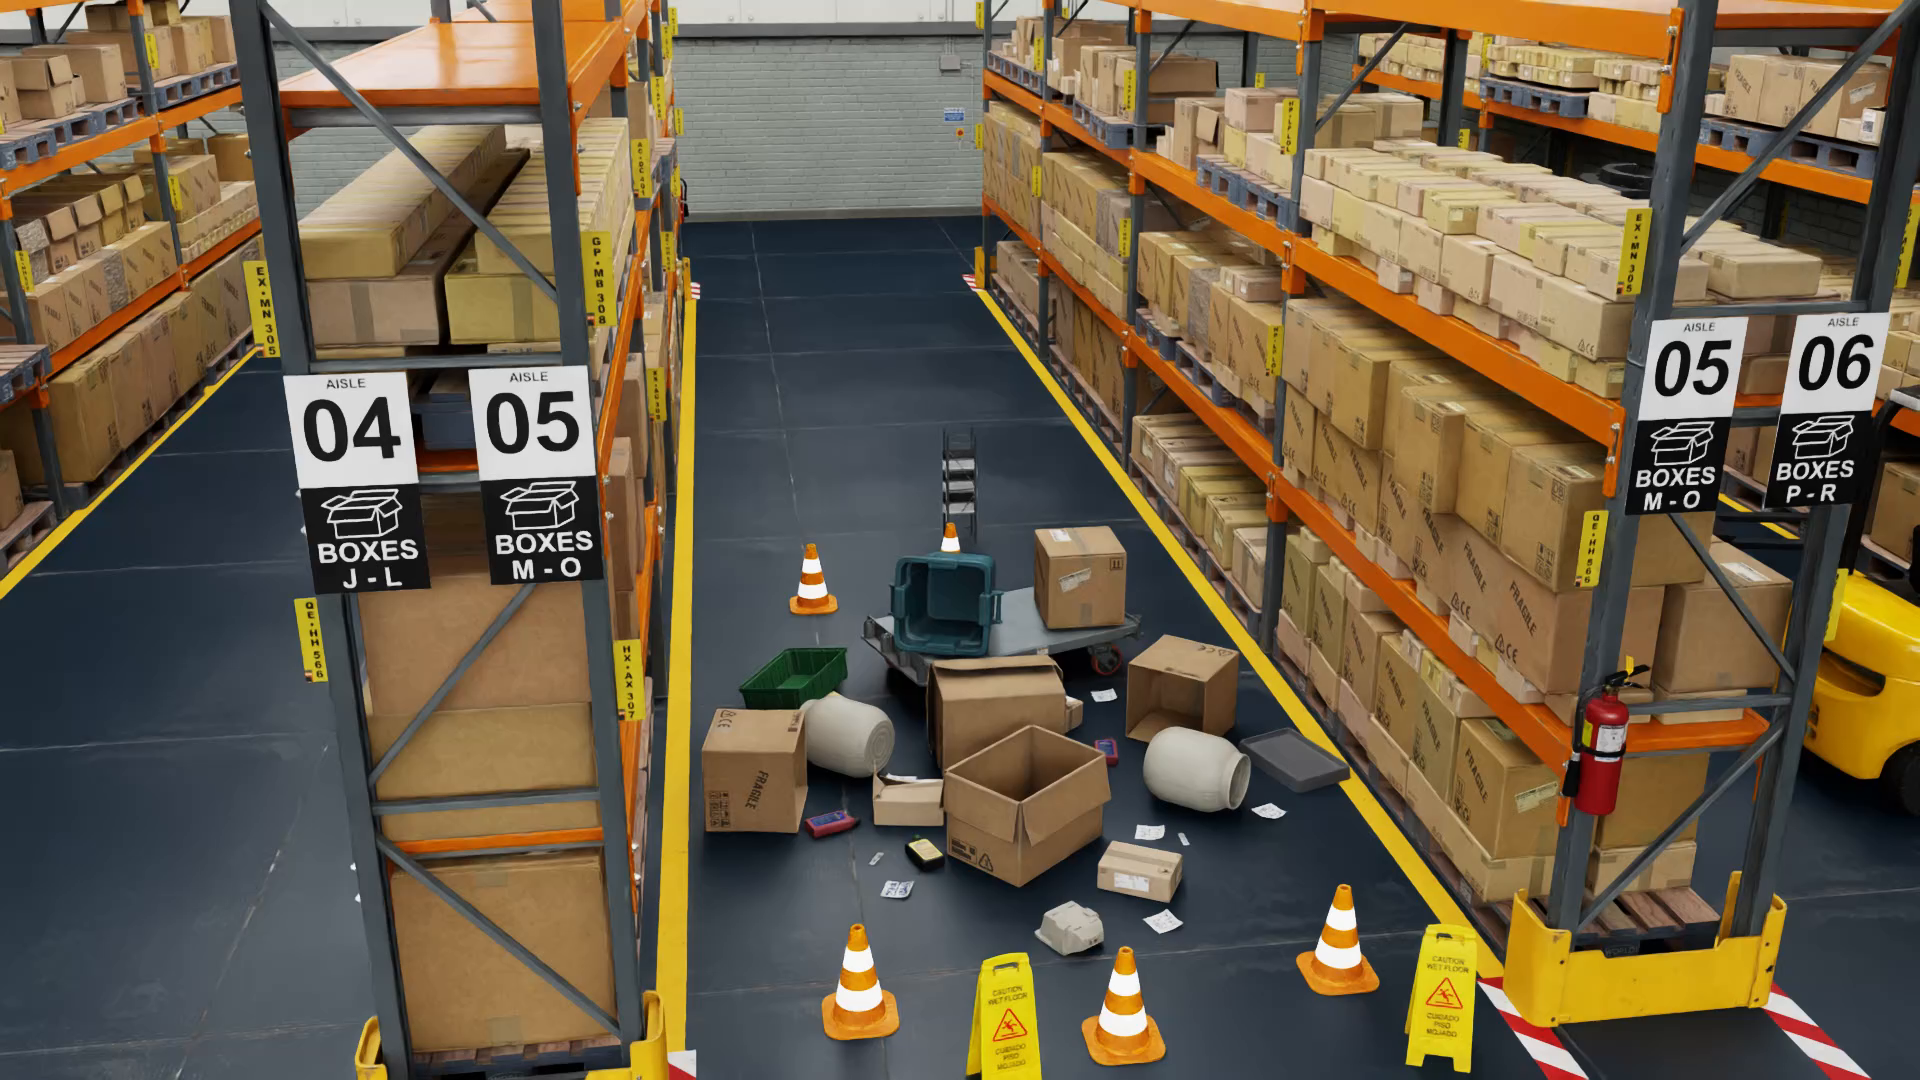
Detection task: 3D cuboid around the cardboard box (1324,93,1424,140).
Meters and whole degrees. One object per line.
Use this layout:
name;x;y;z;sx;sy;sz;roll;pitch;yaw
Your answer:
cardboard box;2.760;-2.839;11.144;0.500;0.250;0.500;-3;21;-9

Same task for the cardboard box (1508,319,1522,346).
cardboard box;2.734;-0.960;7.572;0.380;0.149;0.250;-3;21;-7

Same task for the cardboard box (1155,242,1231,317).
cardboard box;1.871;-2.099;13.381;0.500;0.500;0.500;-2;21;-5

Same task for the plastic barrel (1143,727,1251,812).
plastic barrel;1.310;1.274;9.200;0.512;0.421;0.421;12;24;30

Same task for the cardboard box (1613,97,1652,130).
cardboard box;6.477;-3.990;15.539;0.500;0.250;0.500;-3;21;-8

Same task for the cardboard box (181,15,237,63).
cardboard box;-8.879;-5.852;19.425;0.700;0.500;0.500;-4;21;-11

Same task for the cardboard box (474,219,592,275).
cardboard box;-1.511;-1.046;5.918;0.380;0.149;0.250;-3;21;-7

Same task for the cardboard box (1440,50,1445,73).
cardboard box;5.885;-5.509;19.180;0.500;0.250;0.500;-4;21;-10

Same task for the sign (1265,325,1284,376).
sign;1.981;-1.192;10.466;0.100;0.325;0.005;-3;21;-8

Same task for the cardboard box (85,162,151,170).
cardboard box;-8.829;-3.689;17.523;0.500;0.500;0.500;-3;21;-7

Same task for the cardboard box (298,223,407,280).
cardboard box;-2.162;-1.013;5.832;0.380;0.149;0.250;-3;21;-7

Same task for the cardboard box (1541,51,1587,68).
cardboard box;6.158;-4.893;16.934;0.380;0.149;0.250;-3;21;-7

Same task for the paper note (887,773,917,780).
paper note;-0.348;1.378;9.494;0.172;0.023;0.155;4;21;11

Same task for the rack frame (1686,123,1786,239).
rack frame;6.864;-2.316;15.129;1.000;3.000;0.127;-3;21;-8

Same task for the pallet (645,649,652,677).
pallet;-2.540;0.649;11.178;1.003;0.211;1.213;-3;21;-8

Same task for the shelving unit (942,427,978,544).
shelving unit;-0.001;-0.424;13.066;0.258;0.900;0.210;-3;21;-8

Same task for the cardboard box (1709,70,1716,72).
cardboard box;6.588;-4.177;15.045;0.380;0.149;0.250;-4;21;-10

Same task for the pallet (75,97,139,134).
pallet;-8.249;-3.950;15.490;0.805;0.209;1.217;-4;21;-10

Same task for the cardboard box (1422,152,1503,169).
cardboard box;2.904;-2.155;9.631;0.380;0.149;0.250;-3;21;-9

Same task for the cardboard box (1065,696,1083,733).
cardboard box;0.523;0.992;10.180;0.396;0.266;0.258;17;27;39

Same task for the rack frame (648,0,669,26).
rack frame;-4.084;-7.359;20.059;1.000;3.000;0.127;-3;21;-8

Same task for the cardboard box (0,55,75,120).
cardboard box;-8.169;-3.921;14.391;0.797;0.503;0.637;-3;21;-8

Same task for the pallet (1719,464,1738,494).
pallet;6.944;-0.722;14.848;1.003;0.211;1.213;-3;21;-8

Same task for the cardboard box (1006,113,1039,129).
cardboard box;0.759;-4.977;19.755;0.380;0.149;0.250;-3;21;-9

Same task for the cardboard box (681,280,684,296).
cardboard box;-3.665;-3.155;20.850;0.380;0.149;0.250;-2;21;-6

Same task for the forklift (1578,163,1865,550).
forklift;5.299;-1.272;12.434;3.031;2.935;1.130;1;21;3

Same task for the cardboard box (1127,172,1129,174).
cardboard box;1.914;-3.288;16.161;0.500;0.500;0.500;-3;21;-7

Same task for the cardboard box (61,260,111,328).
cardboard box;-7.808;-2.149;14.539;0.500;0.500;0.500;-3;21;-9

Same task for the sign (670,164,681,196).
sign;-2.959;-3.736;17.276;0.100;0.325;0.005;-3;21;-8

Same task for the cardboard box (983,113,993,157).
cardboard box;0.587;-5.168;21.195;0.500;0.500;0.500;-3;21;-9

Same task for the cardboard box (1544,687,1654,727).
cardboard box;2.840;0.705;7.401;0.380;0.149;0.250;-2;21;-6

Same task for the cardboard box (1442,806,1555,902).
cardboard box;2.720;1.523;8.182;0.500;0.250;0.500;-3;21;-8

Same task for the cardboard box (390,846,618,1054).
cardboard box;-1.941;1.558;7.195;0.875;0.875;0.875;-3;21;-7

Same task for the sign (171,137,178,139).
sign;-9.557;-4.751;20.298;0.100;0.325;0.005;-3;21;-8

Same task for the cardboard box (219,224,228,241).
cardboard box;-8.331;-3.399;18.389;0.380;0.149;0.250;-3;21;-7

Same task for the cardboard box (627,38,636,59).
cardboard box;-3.562;-4.676;16.419;0.700;0.500;0.500;-3;21;-8

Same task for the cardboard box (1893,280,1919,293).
cardboard box;7.429;-1.944;13.064;0.380;0.149;0.250;-3;21;-7

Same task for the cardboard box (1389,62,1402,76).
cardboard box;5.590;-5.890;20.771;0.380;0.149;0.250;-3;21;-8

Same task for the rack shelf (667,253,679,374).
rack shelf;-3.219;-2.135;15.673;1.077;0.370;4.000;-3;21;-8

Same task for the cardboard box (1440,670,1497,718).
cardboard box;2.613;0.754;8.240;0.380;0.149;0.250;-2;21;-6

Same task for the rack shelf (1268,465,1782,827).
rack shelf;2.818;0.351;9.019;1.077;0.370;4.000;-3;21;-8

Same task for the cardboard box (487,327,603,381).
cardboard box;-1.510;-0.675;6.066;0.380;0.149;0.250;-3;21;-7

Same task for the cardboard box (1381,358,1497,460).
cardboard box;2.641;-0.641;8.649;0.700;0.500;0.500;-3;21;-8

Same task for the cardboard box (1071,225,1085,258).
cardboard box;1.385;-2.916;16.236;0.500;0.250;0.500;-4;21;-9

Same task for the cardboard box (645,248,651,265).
cardboard box;-2.847;-2.400;14.262;0.380;0.149;0.250;-3;21;-9

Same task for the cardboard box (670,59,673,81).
cardboard box;-3.676;-5.564;19.752;0.500;0.250;0.500;-3;21;-8

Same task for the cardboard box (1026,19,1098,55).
cardboard box;1.150;-5.611;18.775;0.797;0.503;0.637;-1;21;-4

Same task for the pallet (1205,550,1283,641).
pallet;2.416;0.358;11.956;1.003;0.211;1.213;-3;21;-8

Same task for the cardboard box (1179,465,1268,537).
cardboard box;2.242;-0.316;12.929;0.950;0.372;0.625;-2;21;-6

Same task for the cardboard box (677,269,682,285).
cardboard box;-3.546;-3.162;20.020;0.380;0.149;0.250;-2;21;-6

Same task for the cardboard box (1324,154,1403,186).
cardboard box;2.318;-2.126;9.553;0.380;0.149;0.250;-2;21;-6

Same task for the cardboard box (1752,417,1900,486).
cardboard box;7.140;-0.724;13.662;0.875;0.625;0.625;-4;21;-10

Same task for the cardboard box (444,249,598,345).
cardboard box;-1.593;-0.907;6.117;0.500;0.250;0.500;-3;21;-8

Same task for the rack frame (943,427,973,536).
rack frame;-0.016;-0.460;13.160;0.240;0.900;0.006;-3;21;-8

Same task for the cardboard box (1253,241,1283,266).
cardboard box;2.468;-2.198;12.720;0.380;0.149;0.250;-4;21;-10

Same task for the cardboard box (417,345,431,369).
cardboard box;-2.197;-0.726;6.201;0.380;0.149;0.250;-3;21;-7

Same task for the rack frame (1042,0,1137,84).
rack frame;1.376;-6.259;17.113;1.000;3.000;0.127;-3;21;-8

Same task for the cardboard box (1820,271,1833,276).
cardboard box;6.815;-2.095;13.467;0.380;0.149;0.250;-2;21;-7
